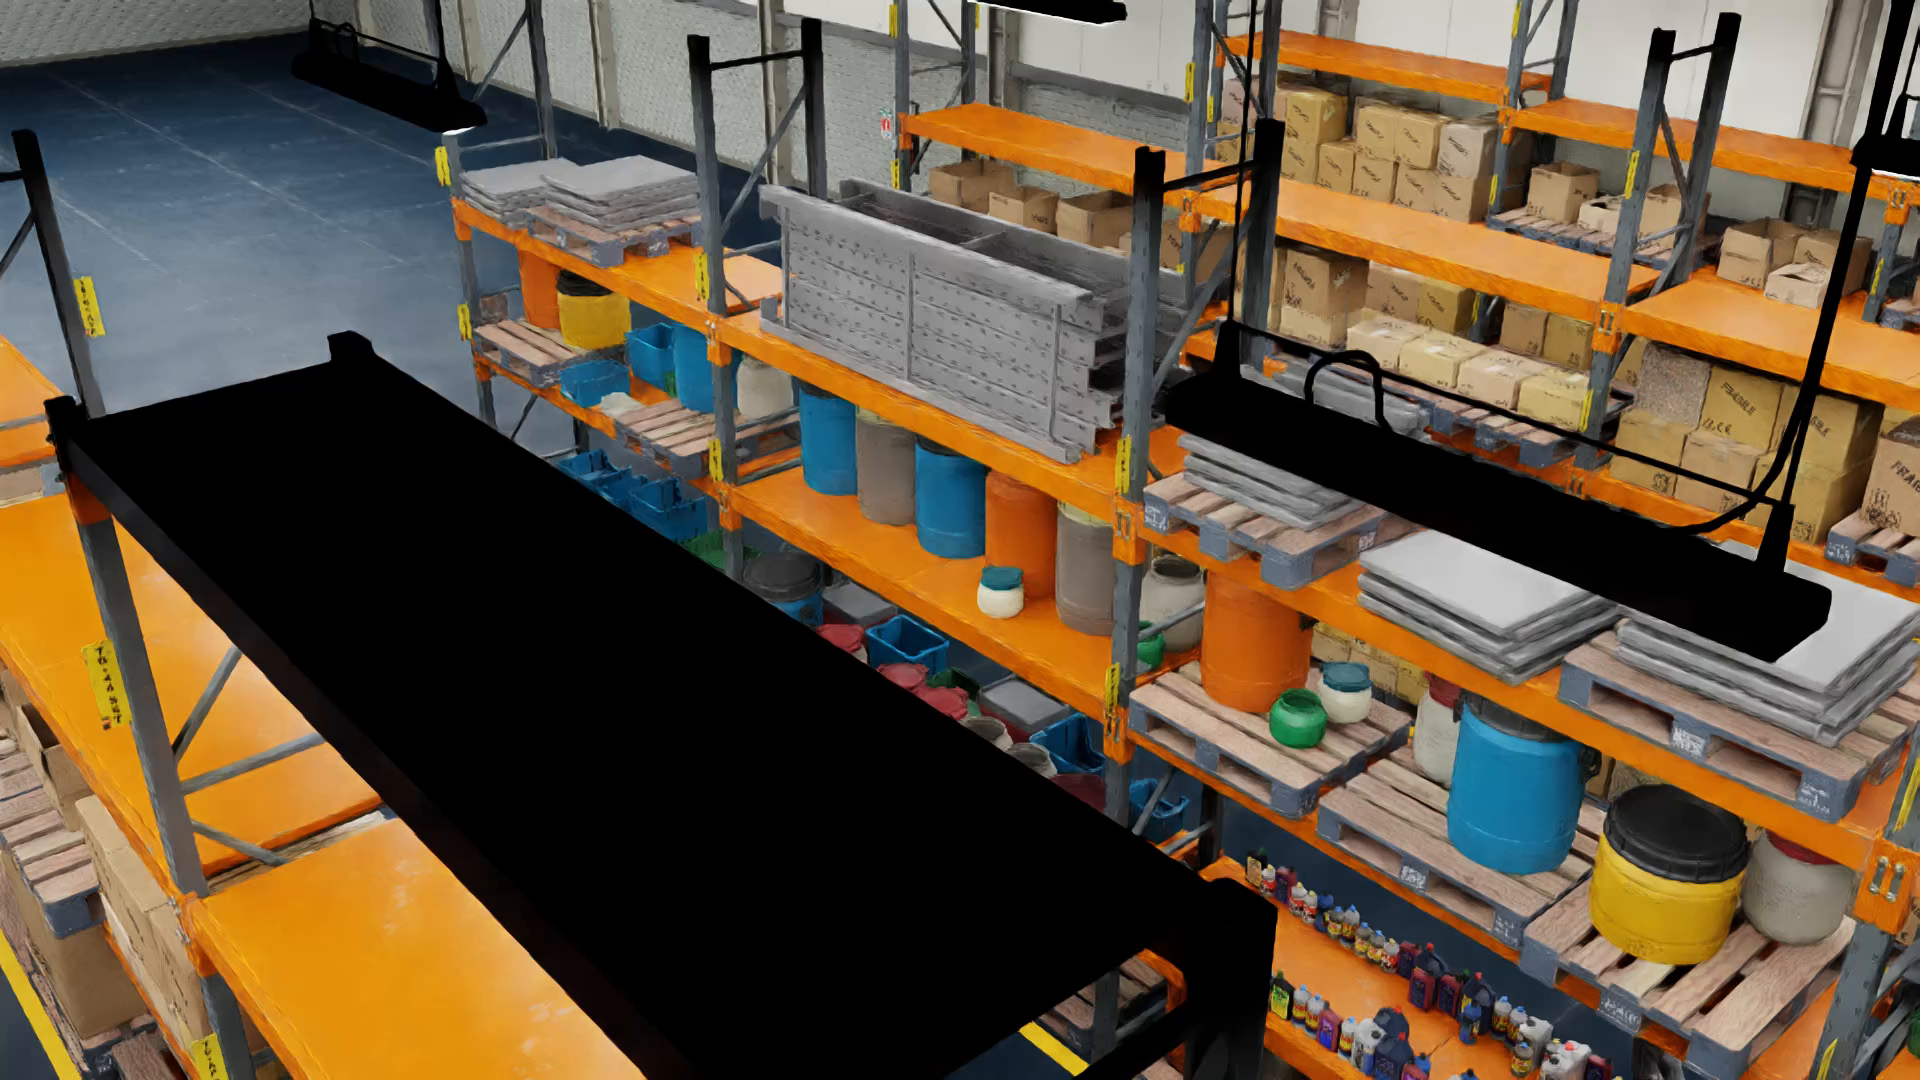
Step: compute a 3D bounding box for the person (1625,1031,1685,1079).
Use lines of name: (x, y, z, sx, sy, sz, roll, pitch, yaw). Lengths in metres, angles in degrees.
person: (4.289, 2.827, 10.144, 0.719, 1.714, 0.578, -22, 34, -37)
